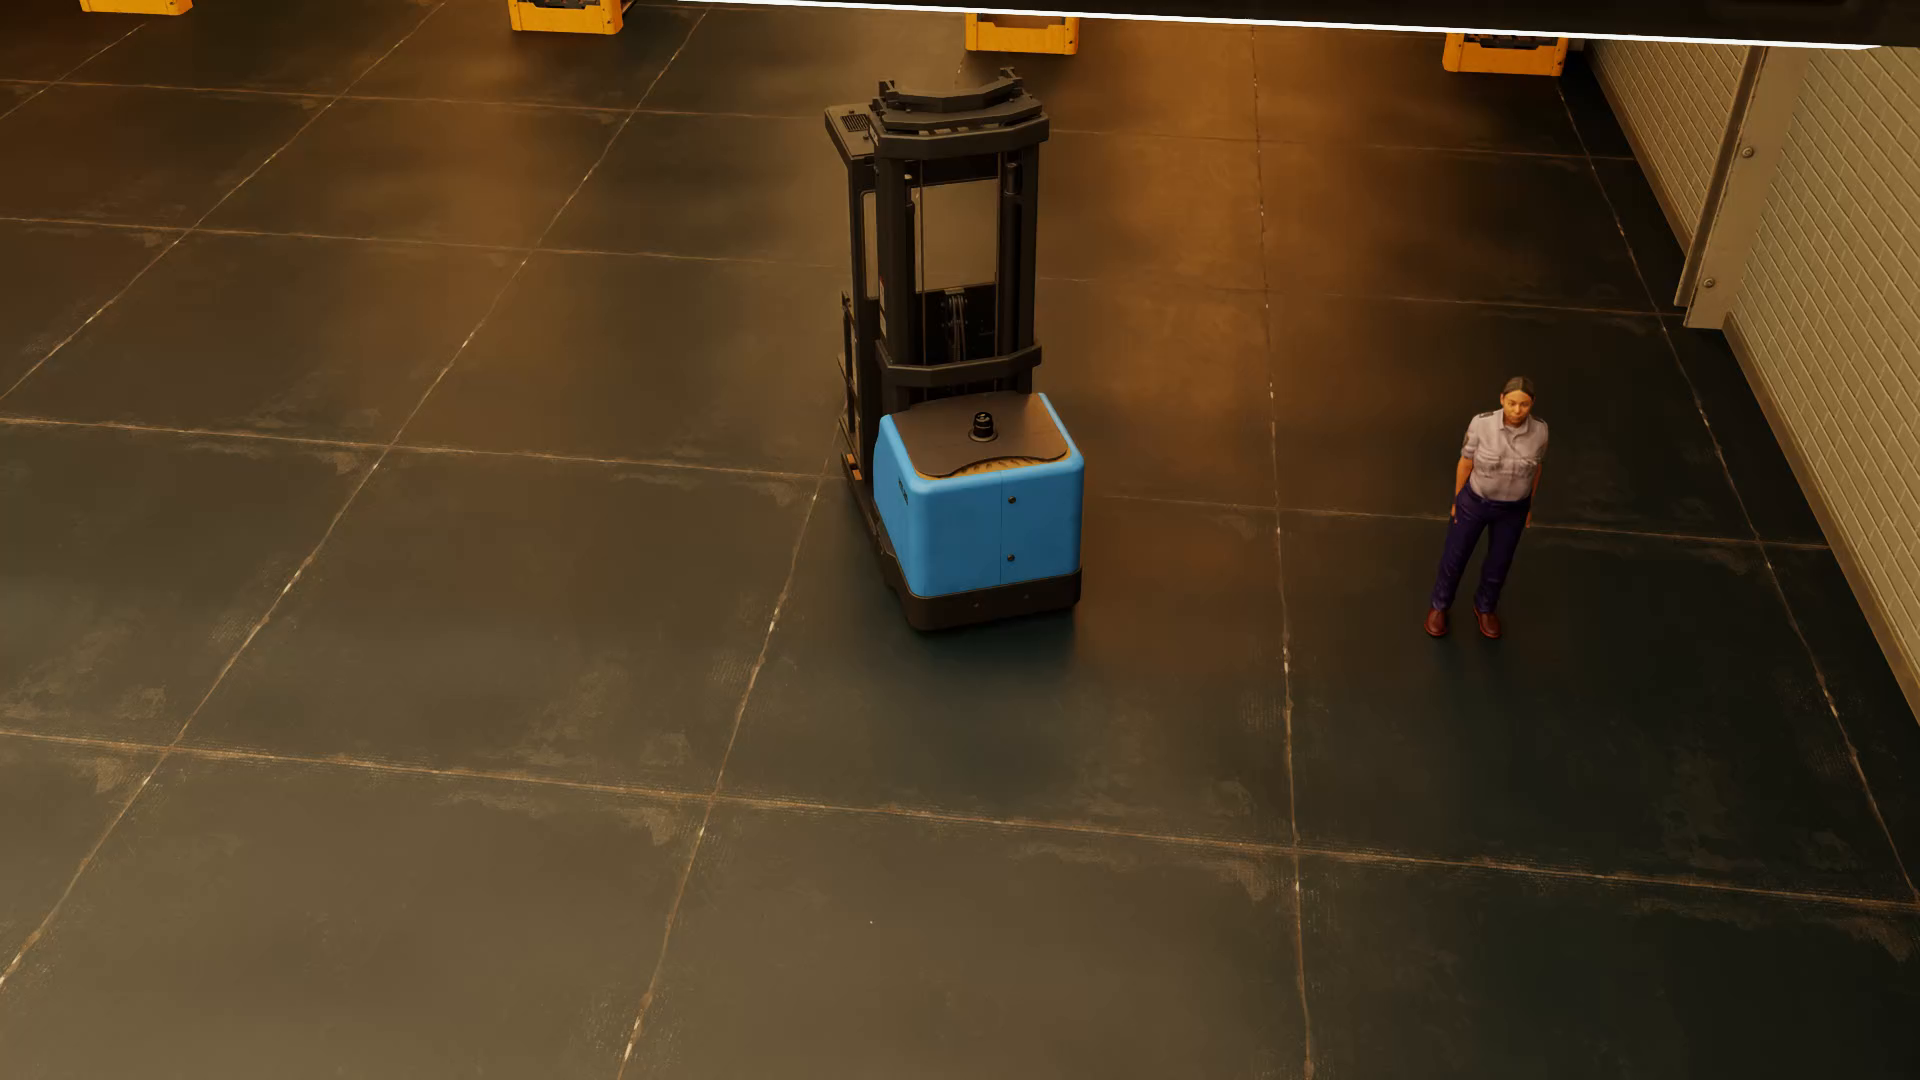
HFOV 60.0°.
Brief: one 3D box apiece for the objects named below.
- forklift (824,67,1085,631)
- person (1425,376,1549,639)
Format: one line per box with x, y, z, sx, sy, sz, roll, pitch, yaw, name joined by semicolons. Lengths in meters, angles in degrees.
-0.159;-1.528;10.103;1.130;2.935;3.031;-9;37;-12;forklift
2.989;-0.185;9.367;0.487;1.651;0.368;3;37;4;person
